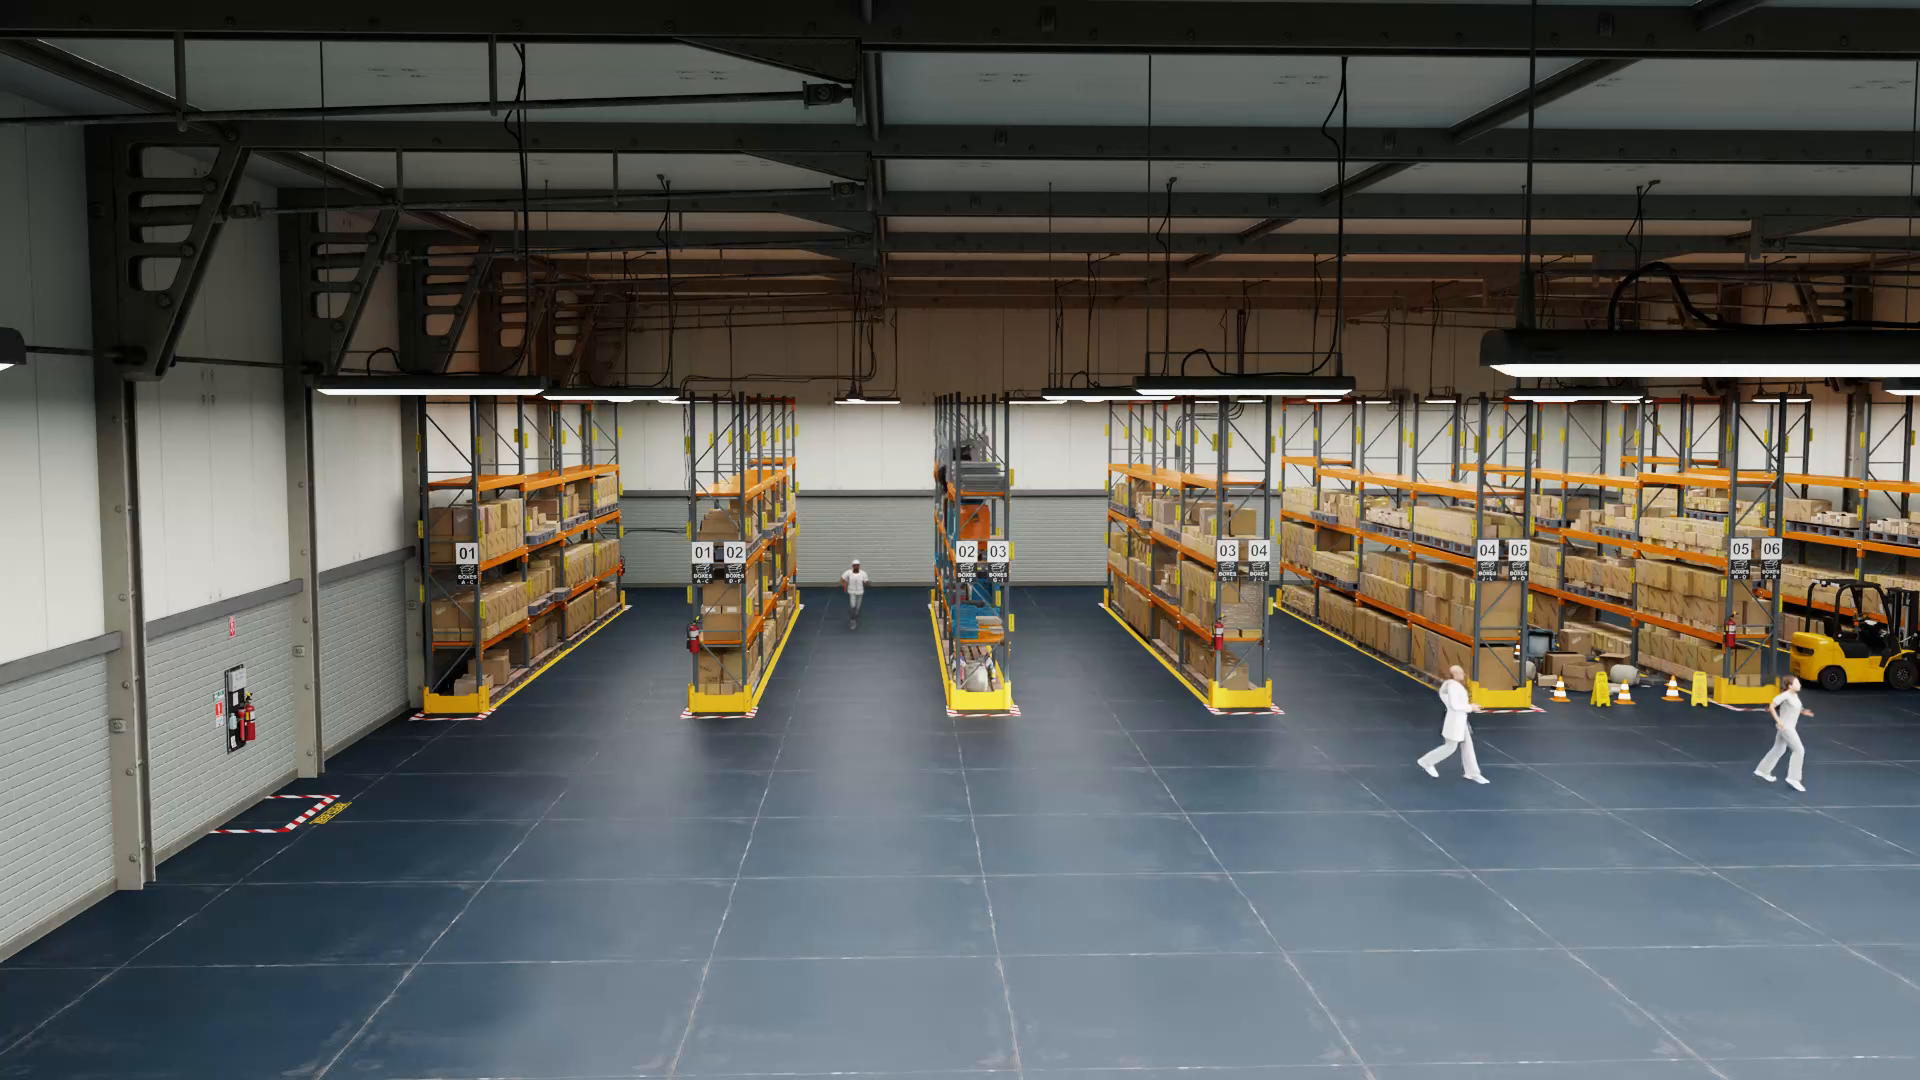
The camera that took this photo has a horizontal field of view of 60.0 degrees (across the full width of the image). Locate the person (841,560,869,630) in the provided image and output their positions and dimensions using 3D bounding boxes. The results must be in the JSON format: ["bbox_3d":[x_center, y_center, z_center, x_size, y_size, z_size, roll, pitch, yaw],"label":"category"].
[{"bbox_3d":[-2.689,1.414,42.931,0.672,1.823,0.763,-1,5,-16],"label":"person"}]

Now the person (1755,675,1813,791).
[{"bbox_3d":[12.441,2.880,25.079,0.744,1.718,0.561,3,6,36],"label":"person"}]

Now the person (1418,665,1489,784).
[{"bbox_3d":[7.519,2.798,25.291,1.049,1.798,0.707,2,5,21],"label":"person"}]
